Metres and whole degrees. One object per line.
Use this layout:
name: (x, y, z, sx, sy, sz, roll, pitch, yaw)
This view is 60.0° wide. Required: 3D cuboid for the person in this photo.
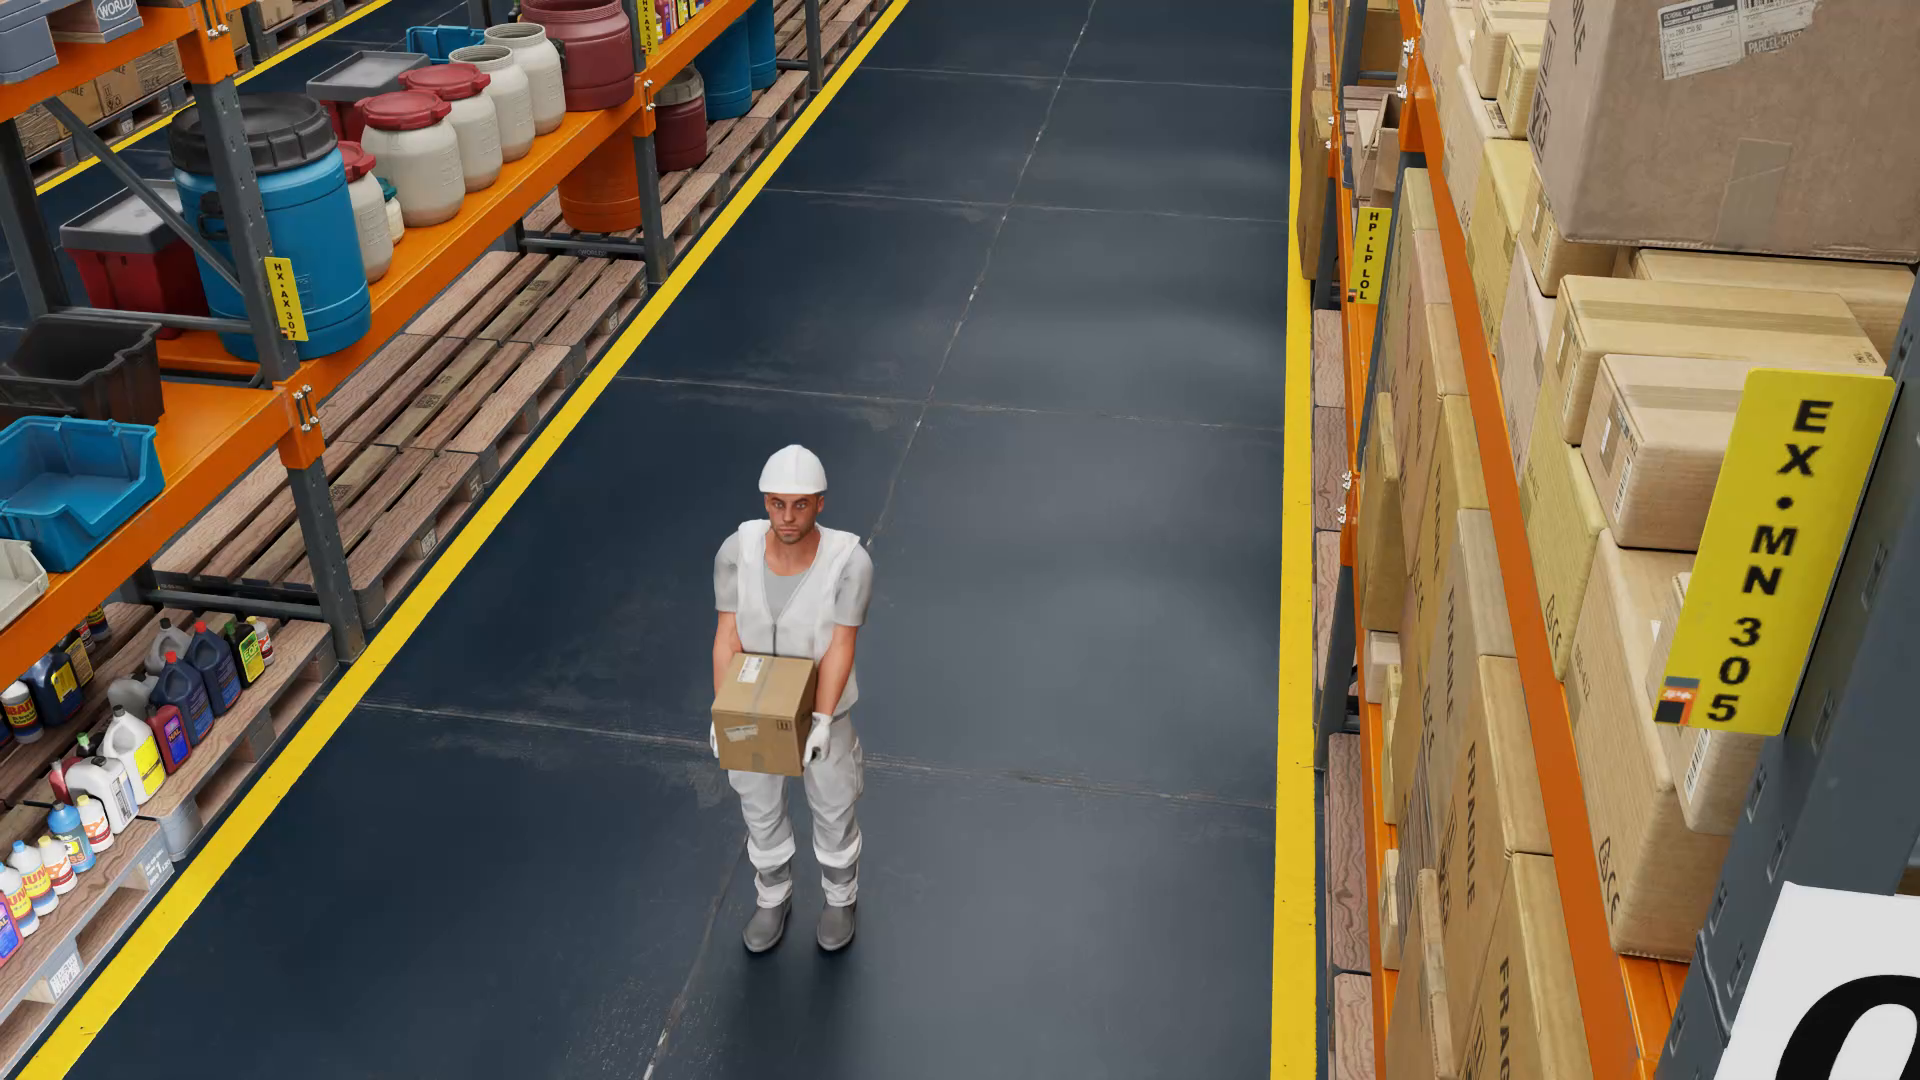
person: (-0.530, 0.573, 5.206, 0.494, 1.783, 0.563, 5, 32, 8)
